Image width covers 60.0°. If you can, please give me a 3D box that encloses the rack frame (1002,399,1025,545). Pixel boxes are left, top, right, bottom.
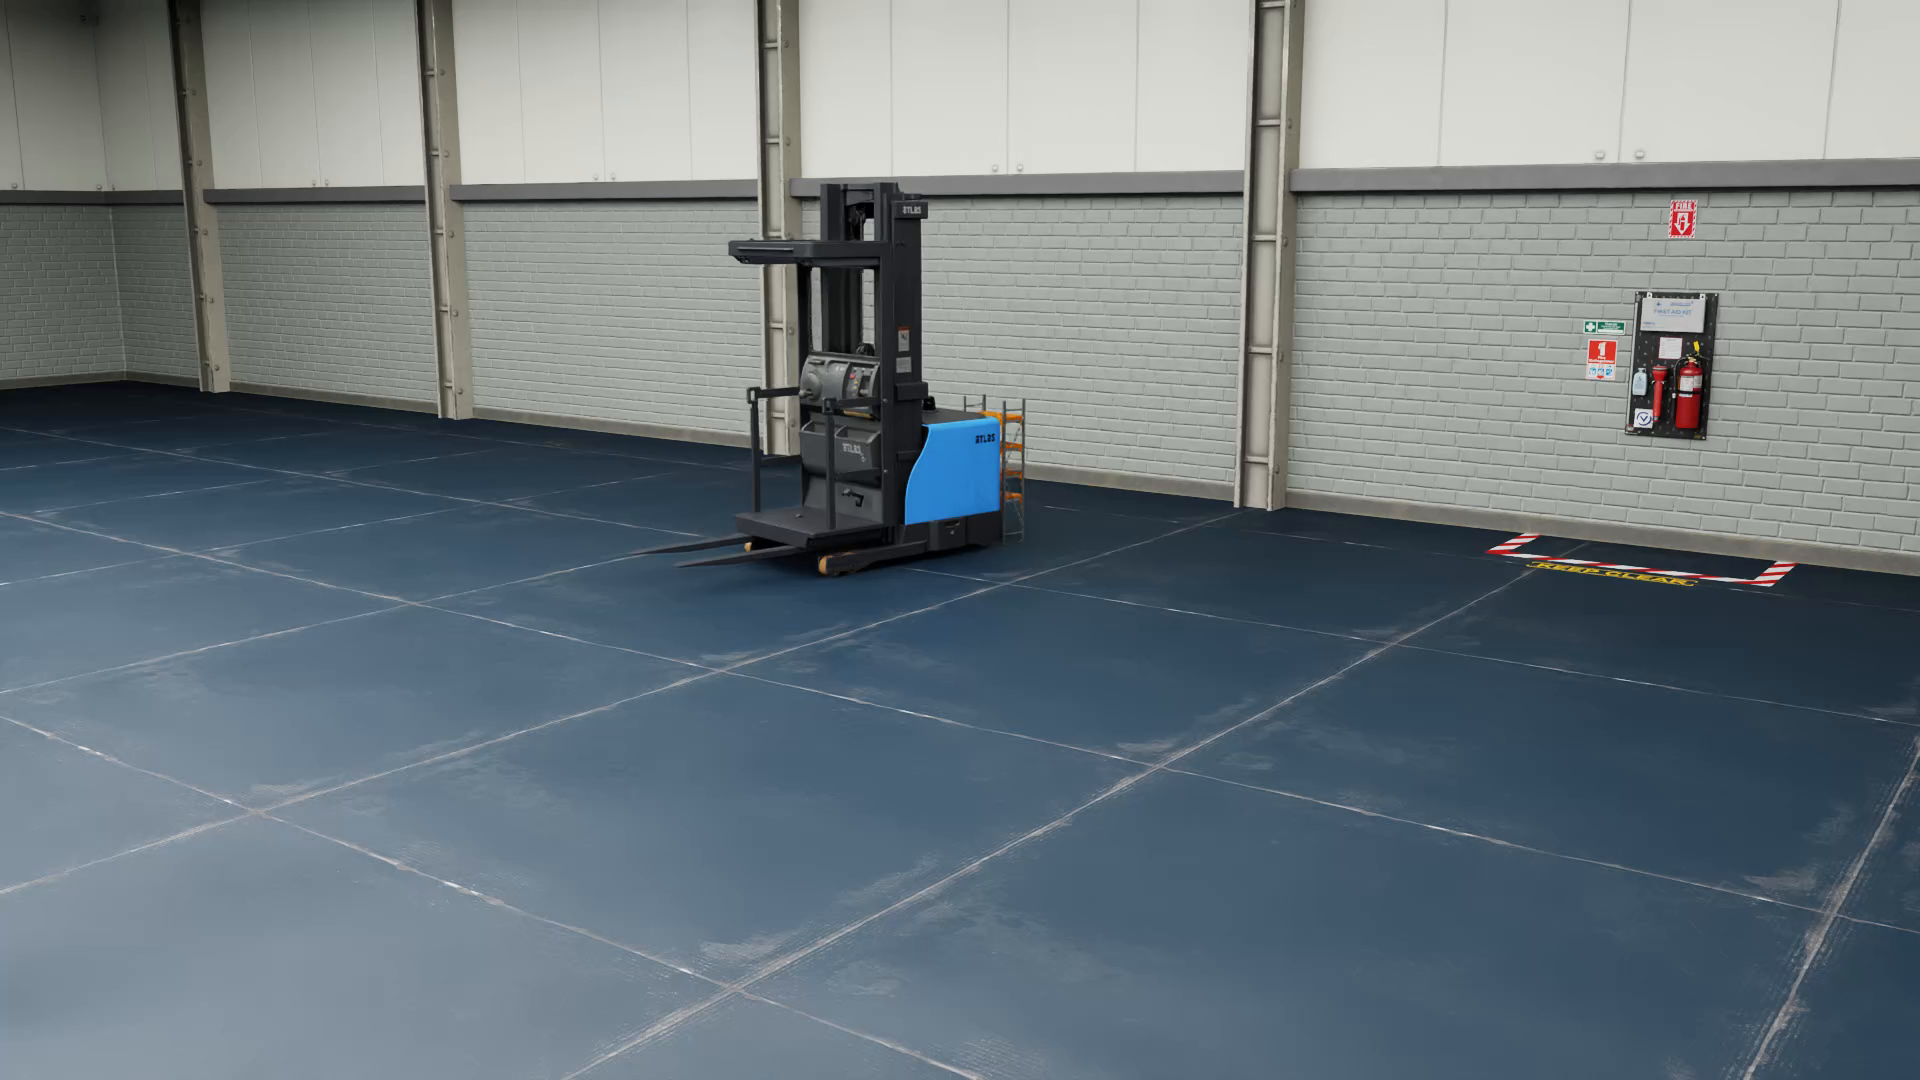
[{"bbox_3d":[0.444,-0.565,13.789,0.240,1.200,0.015,-9,14,-40],"label":"rack frame"}]

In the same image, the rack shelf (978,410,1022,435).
[{"bbox_3d":[0.284,-0.985,13.895,0.258,0.148,0.480,-9,14,-40],"label":"rack shelf"}]

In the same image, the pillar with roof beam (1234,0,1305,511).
[{"bbox_3d":[0.275,-4.073,11.394,0.400,9.000,9.100,8,13,36],"label":"pillar with roof beam"}]

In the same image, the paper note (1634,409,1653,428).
[{"bbox_3d":[5.588,-0.994,13.591,0.142,0.148,0.016,8,13,36],"label":"paper note"}]

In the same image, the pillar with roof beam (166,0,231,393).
[{"bbox_3d":[-14.233,-6.097,21.854,0.400,9.000,9.100,8,13,36],"label":"pillar with roof beam"}]

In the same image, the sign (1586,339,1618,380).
[{"bbox_3d":[5.305,-1.492,13.749,0.234,0.329,0.001,8,13,36],"label":"sign"}]

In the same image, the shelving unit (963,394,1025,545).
[{"bbox_3d":[0.284,-0.600,13.970,0.258,1.200,0.503,-9,14,-40],"label":"shelving unit"}]

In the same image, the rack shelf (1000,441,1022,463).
[{"bbox_3d":[0.284,-0.753,13.940,0.258,0.148,0.480,-9,14,-40],"label":"rack shelf"}]

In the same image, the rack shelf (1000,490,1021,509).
[{"bbox_3d":[0.283,-0.339,14.020,0.258,0.148,0.480,-9,14,-40],"label":"rack shelf"}]

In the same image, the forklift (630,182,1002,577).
[{"bbox_3d":[-1.099,-1.270,12.877,3.031,2.935,1.130,-9,14,-40],"label":"forklift"}]

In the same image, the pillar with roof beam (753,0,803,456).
[{"bbox_3d":[-4.561,-4.748,14.880,0.400,9.000,9.100,8,13,36],"label":"pillar with roof beam"}]

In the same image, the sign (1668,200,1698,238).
[{"bbox_3d":[5.742,-2.551,13.213,0.199,0.298,0.001,8,13,36],"label":"sign"}]

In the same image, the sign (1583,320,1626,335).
[{"bbox_3d":[5.304,-1.750,13.689,0.331,0.109,0.001,8,13,36],"label":"sign"}]

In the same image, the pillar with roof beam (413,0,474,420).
[{"bbox_3d":[-9.397,-5.423,18.367,0.400,9.000,9.100,8,13,36],"label":"pillar with roof beam"}]

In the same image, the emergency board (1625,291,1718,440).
[{"bbox_3d":[5.690,-1.396,13.350,0.643,1.169,0.194,8,13,36],"label":"emergency board"}]

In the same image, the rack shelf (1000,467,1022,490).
[{"bbox_3d":[0.283,-0.534,13.982,0.258,0.148,0.480,-9,14,-40],"label":"rack shelf"}]

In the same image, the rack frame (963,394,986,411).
[{"bbox_3d":[0.123,-0.634,14.150,0.240,1.200,0.015,-9,14,-40],"label":"rack frame"}]
